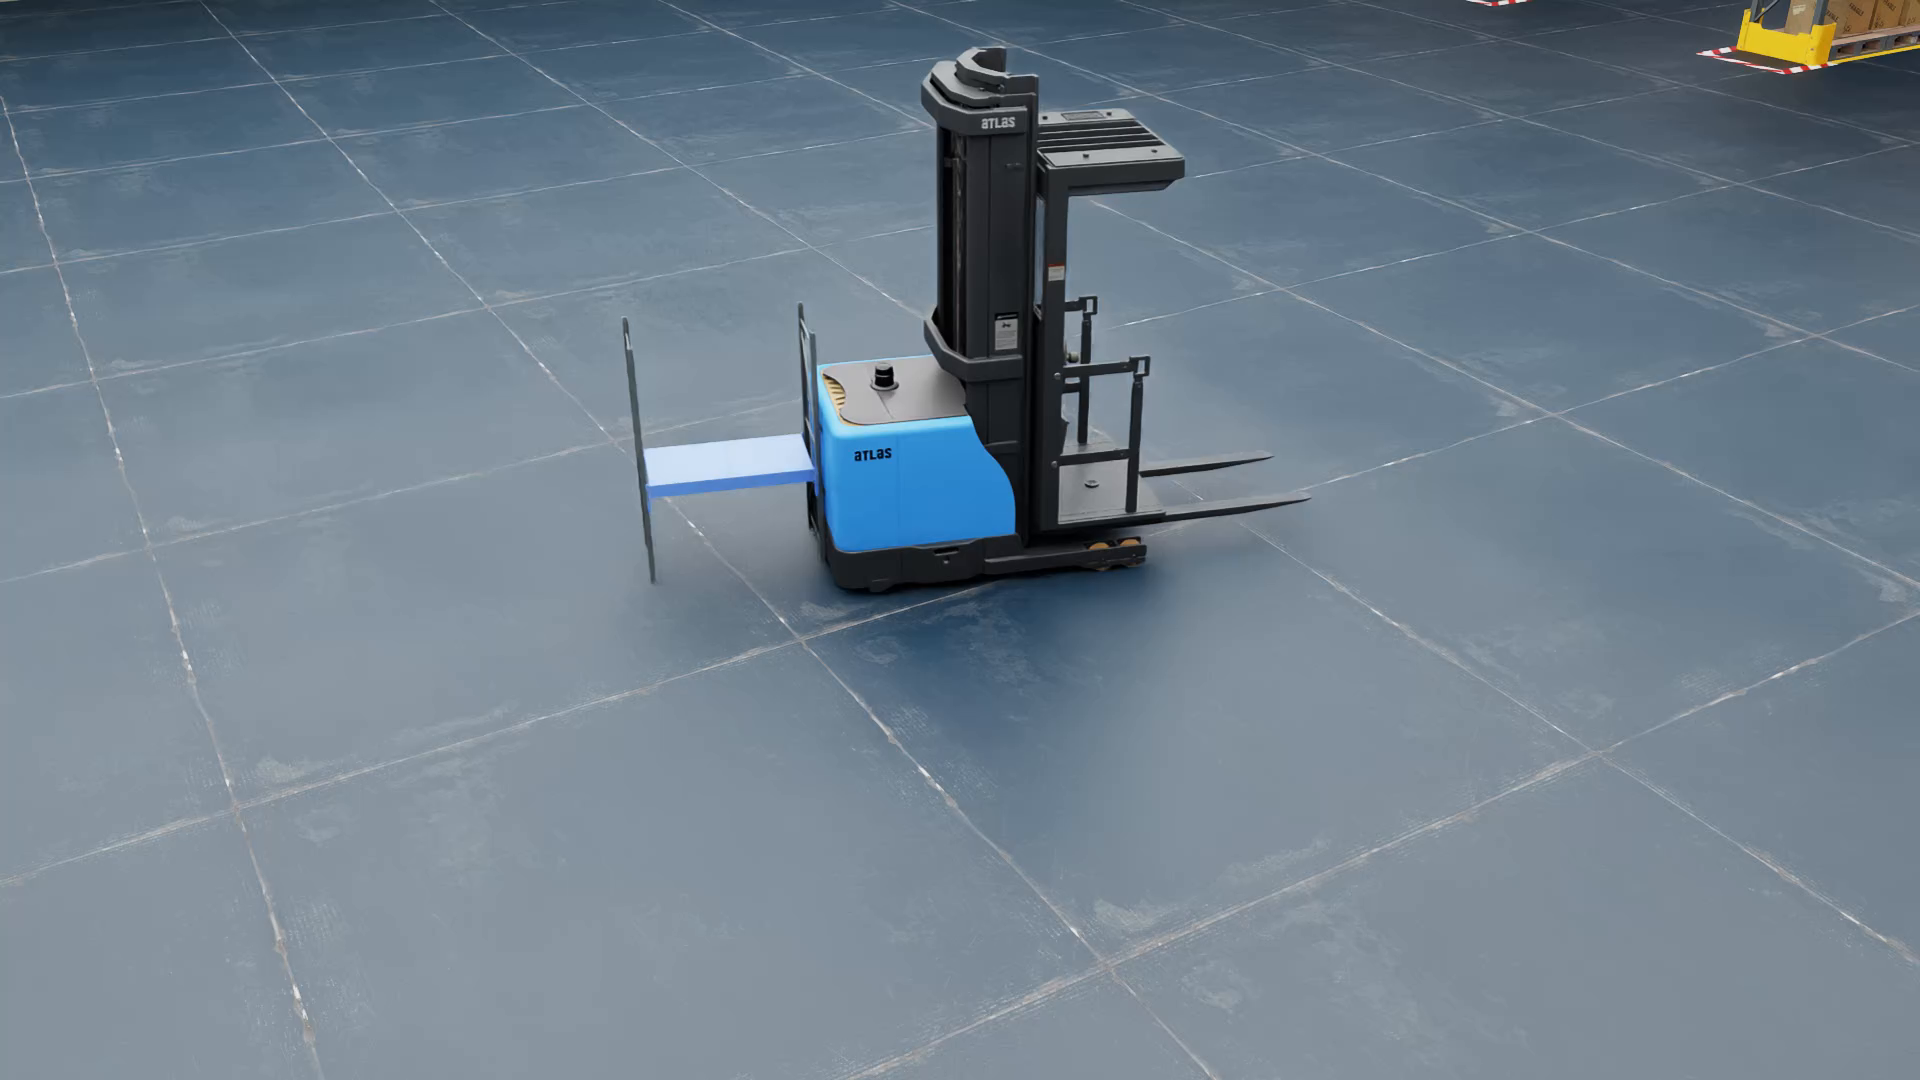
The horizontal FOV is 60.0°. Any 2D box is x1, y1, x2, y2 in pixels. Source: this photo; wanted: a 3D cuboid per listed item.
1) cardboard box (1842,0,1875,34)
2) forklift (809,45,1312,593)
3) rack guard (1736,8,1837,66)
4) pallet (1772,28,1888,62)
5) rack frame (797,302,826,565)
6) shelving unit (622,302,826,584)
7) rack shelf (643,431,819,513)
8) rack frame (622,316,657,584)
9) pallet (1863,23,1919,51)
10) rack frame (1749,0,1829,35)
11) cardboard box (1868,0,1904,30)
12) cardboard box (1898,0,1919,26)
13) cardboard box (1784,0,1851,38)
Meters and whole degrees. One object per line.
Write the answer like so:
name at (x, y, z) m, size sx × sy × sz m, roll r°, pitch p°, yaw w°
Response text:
cardboard box at (11.796, -7.072, 22.210) m, size 0.500 × 0.500 × 0.500 m, roll -8°, pitch 30°, yaw -13°
forklift at (0.646, -1.339, 9.741) m, size 3.031 × 2.935 × 1.130 m, roll -7°, pitch 30°, yaw -12°
rack guard at (10.817, -6.600, 21.790) m, size 0.348 × 0.500 × 1.175 m, roll -16°, pitch 33°, yaw -26°
pallet at (11.535, -6.658, 22.193) m, size 1.213 × 0.211 × 1.003 m, roll -16°, pitch 33°, yaw -26°
rack frame at (-0.885, -0.625, 9.929) m, size 0.032 × 1.500 × 0.500 m, roll -7°, pitch 30°, yaw -12°
shelving unit at (-1.380, -0.569, 9.826) m, size 1.048 × 1.500 × 0.538 m, roll -7°, pitch 30°, yaw -12°
rack shelf at (-1.380, -0.411, 9.913) m, size 1.000 × 0.185 × 0.538 m, roll -7°, pitch 30°, yaw -12°
rack frame at (-1.874, -0.512, 9.723) m, size 0.032 × 1.500 × 0.500 m, roll -7°, pitch 30°, yaw -12°
pallet at (12.586, -6.954, 22.731) m, size 1.213 × 0.211 × 1.003 m, roll -16°, pitch 33°, yaw -26°
rack frame at (10.751, -7.676, 21.152) m, size 0.127 × 3.000 × 1.000 m, roll -16°, pitch 33°, yaw -26°
cardboard box at (12.346, -7.217, 22.474) m, size 0.500 × 0.500 × 0.500 m, roll -13°, pitch 31°, yaw -22°
cardboard box at (12.849, -7.335, 22.687) m, size 0.500 × 0.500 × 0.500 m, roll -19°, pitch 34°, yaw -31°
cardboard box at (11.298, -6.911, 21.919) m, size 0.500 × 0.500 × 0.500 m, roll -10°, pitch 30°, yaw -17°
